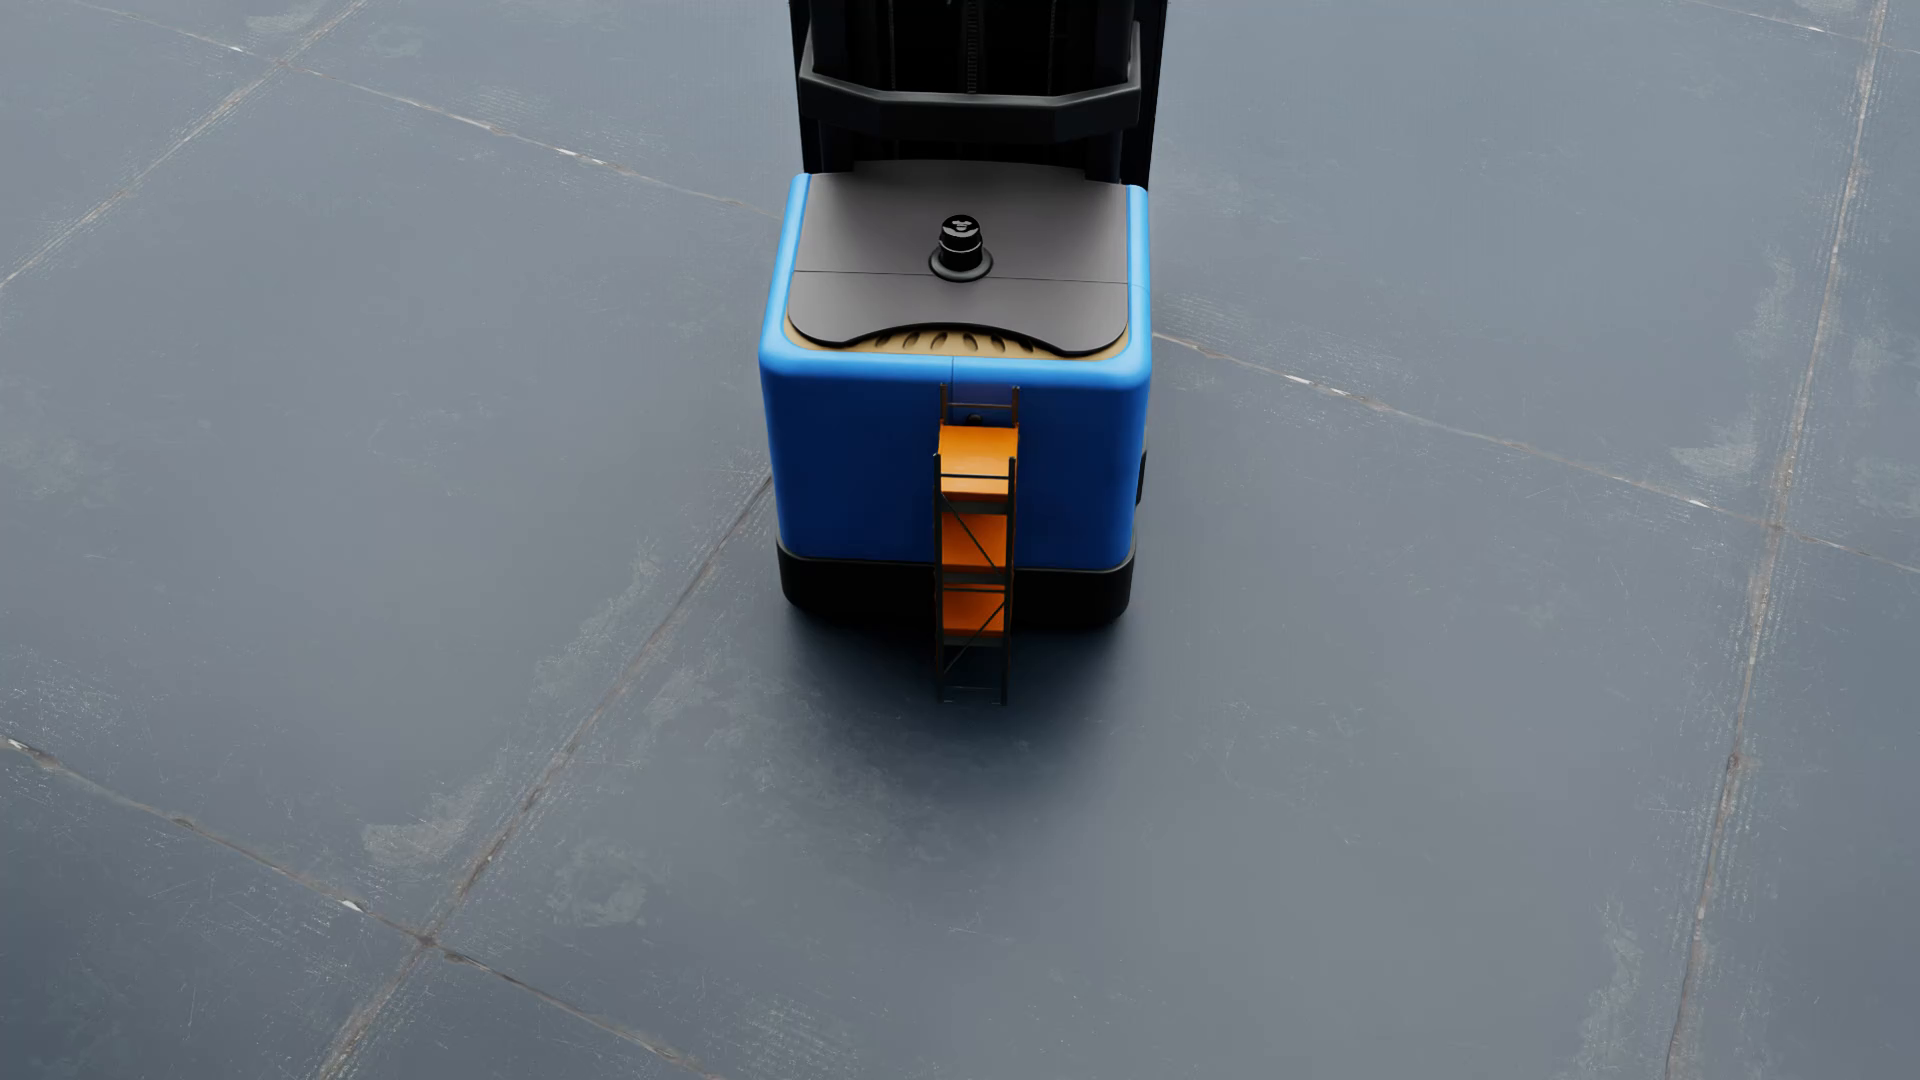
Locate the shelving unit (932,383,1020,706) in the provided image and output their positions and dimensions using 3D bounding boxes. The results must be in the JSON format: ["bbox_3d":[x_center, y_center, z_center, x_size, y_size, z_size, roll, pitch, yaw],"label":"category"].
[{"bbox_3d":[0.043,0.044,4.524,0.215,1.050,0.252,2,50,2],"label":"shelving unit"}]

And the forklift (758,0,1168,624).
[{"bbox_3d":[0.066,-1.822,4.876,1.130,2.935,3.031,2,50,2],"label":"forklift"}]

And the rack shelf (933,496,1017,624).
[{"bbox_3d":[0.043,0.050,4.532,0.215,0.259,0.240,2,50,2],"label":"rack shelf"}]

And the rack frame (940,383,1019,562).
[{"bbox_3d":[0.050,-0.049,4.603,0.200,1.050,0.008,2,50,2],"label":"rack frame"}]

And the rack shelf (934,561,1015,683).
[{"bbox_3d":[0.043,0.230,4.743,0.215,0.259,0.240,2,50,2],"label":"rack shelf"}]

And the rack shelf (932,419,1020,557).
[{"bbox_3d":[0.043,-0.134,4.316,0.215,0.259,0.240,2,50,2],"label":"rack shelf"}]

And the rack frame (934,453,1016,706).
[{"bbox_3d":[0.036,0.136,4.445,0.200,1.050,0.008,2,50,2],"label":"rack frame"}]
